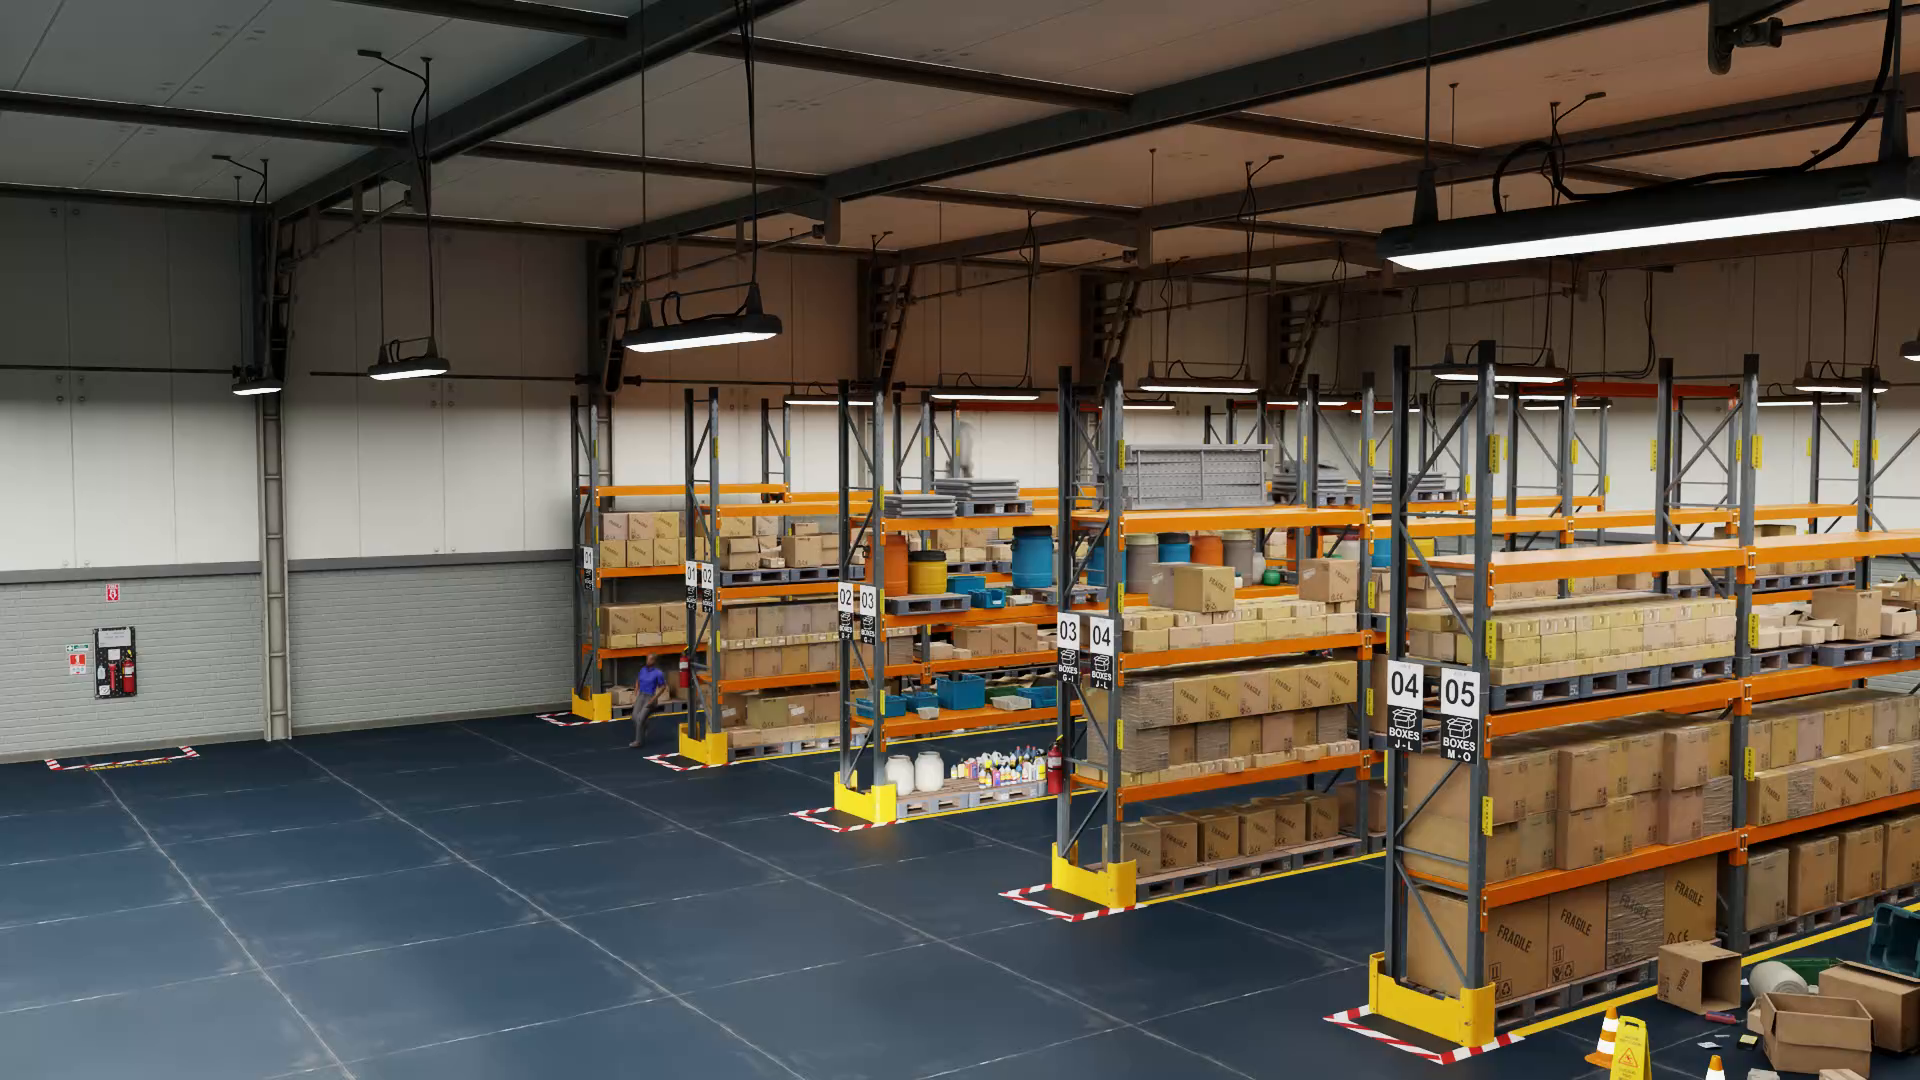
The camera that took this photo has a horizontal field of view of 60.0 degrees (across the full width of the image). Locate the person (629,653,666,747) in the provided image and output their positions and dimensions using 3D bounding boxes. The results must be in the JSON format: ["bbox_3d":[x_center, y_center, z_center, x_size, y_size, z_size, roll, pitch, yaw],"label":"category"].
[{"bbox_3d":[-5.259,2.692,27.976,0.613,1.577,0.464,1,4,22],"label":"person"}]

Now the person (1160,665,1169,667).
[{"bbox_3d":[3.765,2.554,30.461,0.759,1.620,0.613,-3,5,-43],"label":"person"}]
